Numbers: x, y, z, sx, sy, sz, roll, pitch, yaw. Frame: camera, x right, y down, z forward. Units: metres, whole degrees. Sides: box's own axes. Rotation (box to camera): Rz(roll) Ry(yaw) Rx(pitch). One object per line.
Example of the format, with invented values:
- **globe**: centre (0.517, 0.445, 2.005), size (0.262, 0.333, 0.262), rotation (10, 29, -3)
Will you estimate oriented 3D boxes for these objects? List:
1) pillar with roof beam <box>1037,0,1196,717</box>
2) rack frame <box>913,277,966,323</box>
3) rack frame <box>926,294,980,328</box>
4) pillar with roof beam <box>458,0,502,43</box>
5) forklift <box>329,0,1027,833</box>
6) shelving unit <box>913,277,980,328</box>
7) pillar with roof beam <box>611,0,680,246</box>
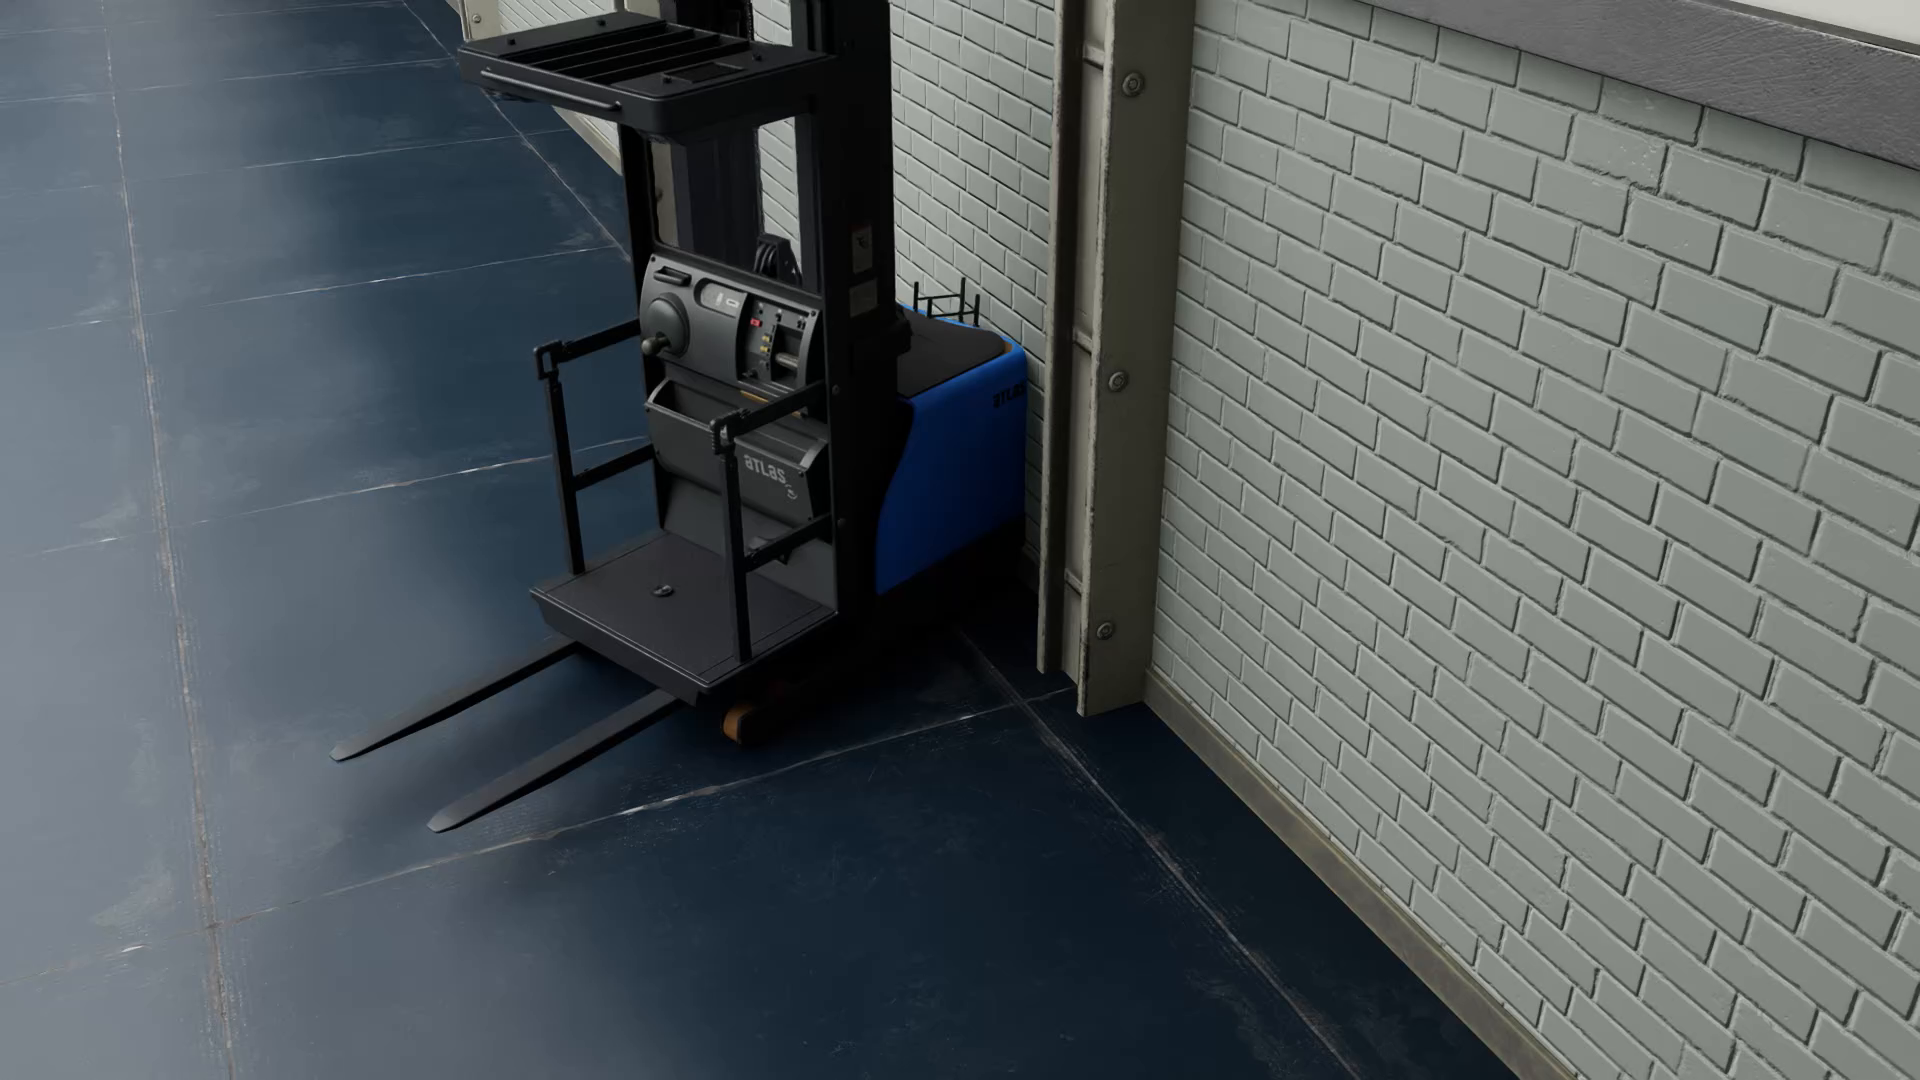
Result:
- **pillar with roof beam**: centre (-3.352, -2.446, 2.911), size (9.100, 9.000, 0.400), rotation (-13, 32, -22)
- **rack frame**: centre (-0.121, -0.641, 7.642), size (0.240, 1.200, 0.006), rotation (-8, 34, -18)
- **rack frame**: centre (-0.060, -0.545, 7.498), size (0.240, 1.200, 0.006), rotation (-8, 34, -18)
- **pillar with roof beam**: centre (-8.504, -7.747, 12.364), size (9.100, 9.000, 0.400), rotation (-13, 32, -22)
- **forklift**: centre (-1.015, -0.774, 6.134), size (1.130, 2.935, 3.031), rotation (23, 36, 35)
- **shelving unit**: centre (-0.091, -0.593, 7.570), size (0.258, 1.200, 0.189), rotation (-8, 34, -18)
- **pillar with roof beam**: centre (-5.928, -5.096, 7.638), size (9.100, 9.000, 0.400), rotation (-13, 32, -22)
